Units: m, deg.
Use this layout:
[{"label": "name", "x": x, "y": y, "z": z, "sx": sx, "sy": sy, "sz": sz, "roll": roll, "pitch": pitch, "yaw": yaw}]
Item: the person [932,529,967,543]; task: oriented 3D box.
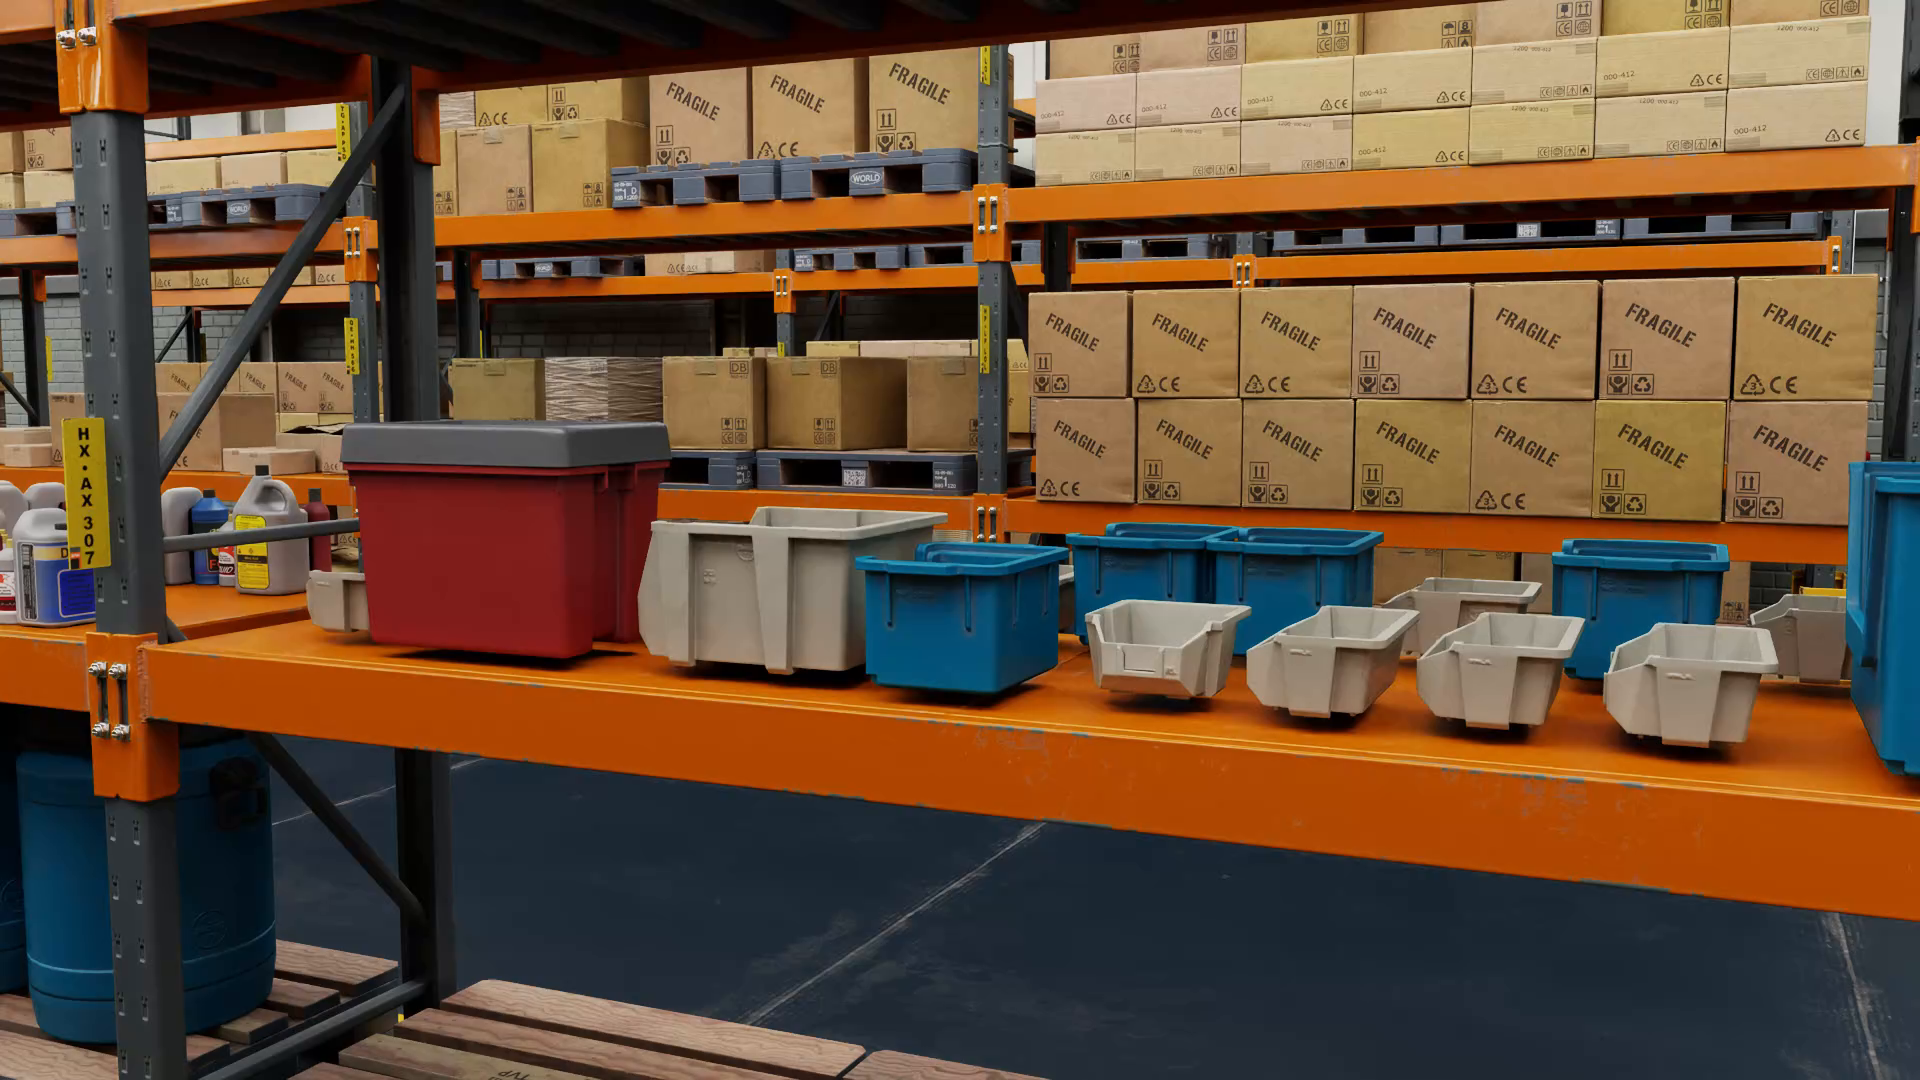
[{"label": "person", "x": -0.098, "y": 0.083, "z": 12.231, "sx": 0.582, "sy": 1.267, "sz": 0.824, "roll": 2, "pitch": 6, "yaw": 24}]
